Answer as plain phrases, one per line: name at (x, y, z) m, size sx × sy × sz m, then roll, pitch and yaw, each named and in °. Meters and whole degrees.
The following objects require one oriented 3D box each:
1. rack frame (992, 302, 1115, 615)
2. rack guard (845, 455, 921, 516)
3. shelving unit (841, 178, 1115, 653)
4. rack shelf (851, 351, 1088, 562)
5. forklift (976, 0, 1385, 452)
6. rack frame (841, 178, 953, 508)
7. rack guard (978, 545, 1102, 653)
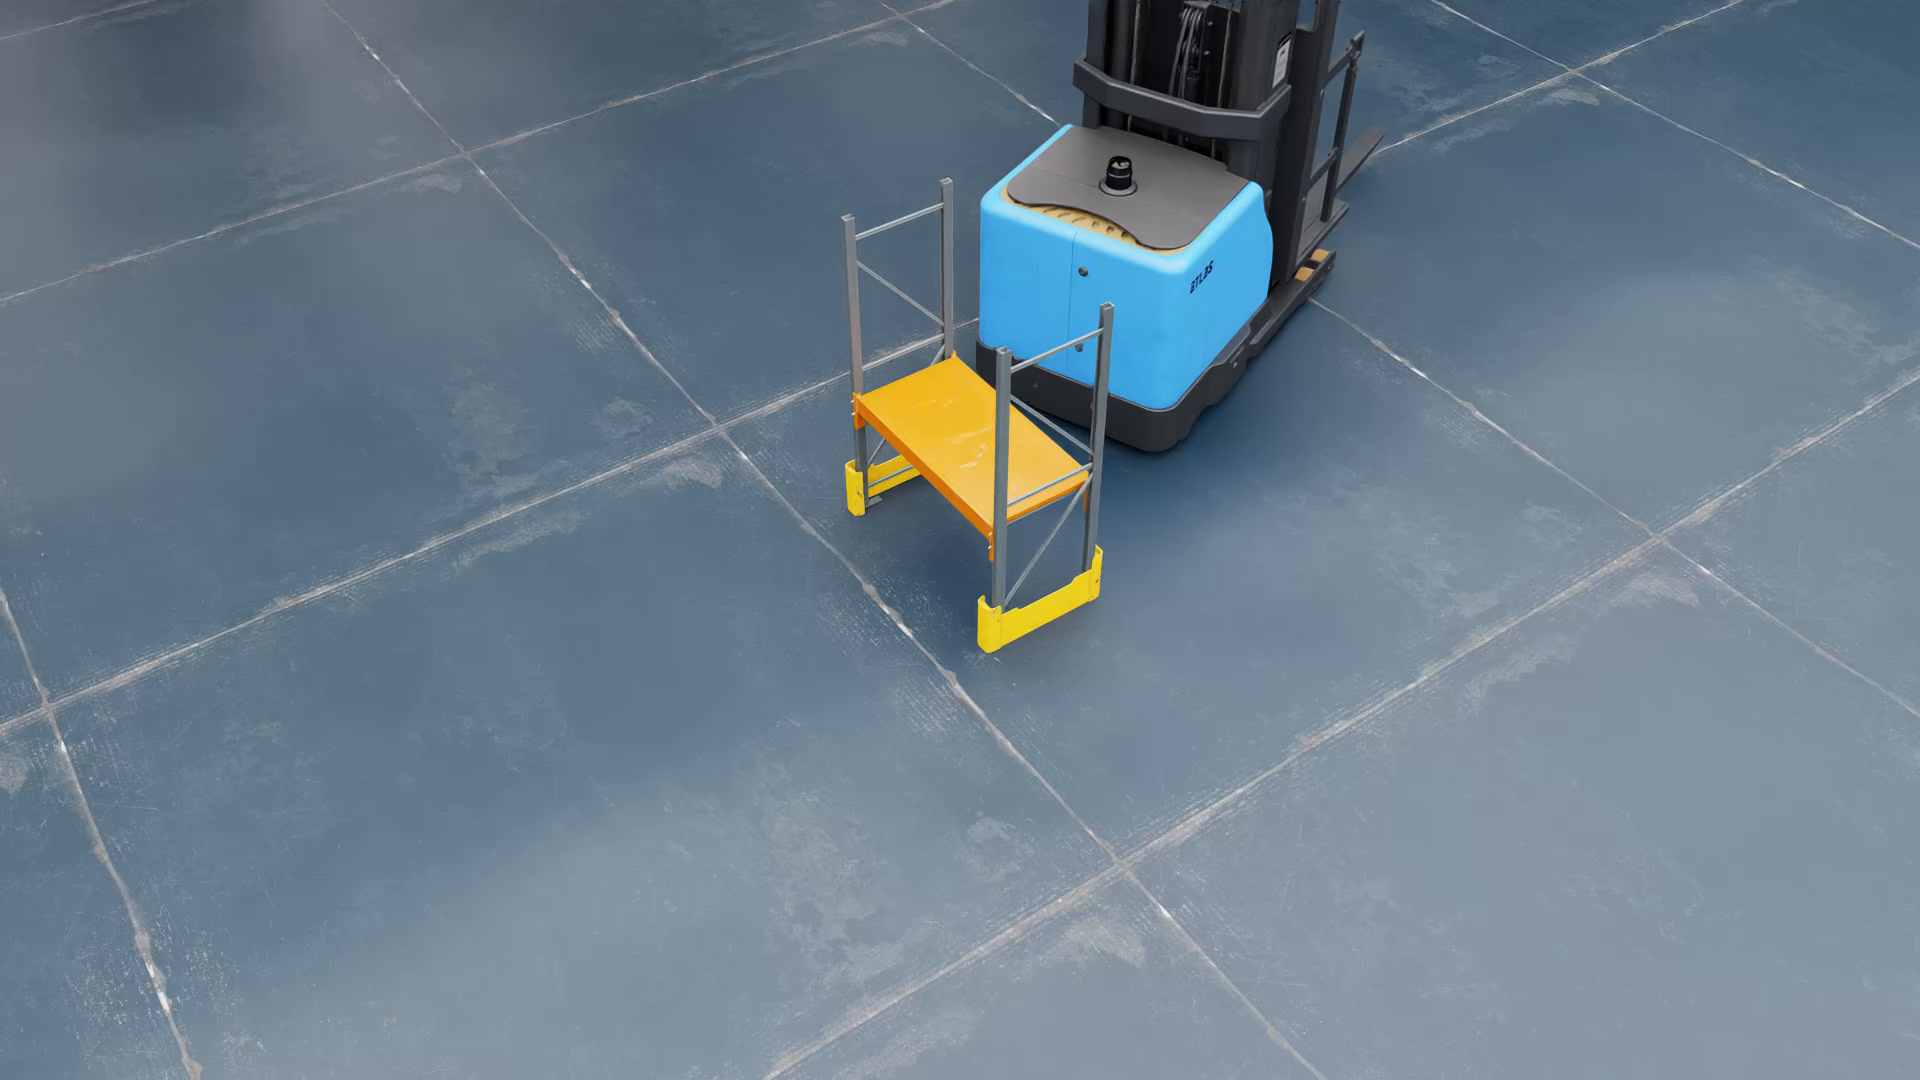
rack frame at (0.340, -0.206, 6.371) m, size 0.500 × 1.500 × 0.032 m, roll -26°, pitch 49°, yaw -24°
rack guard at (-0.241, -0.329, 7.405) m, size 0.587 × 0.250 × 0.087 m, roll -26°, pitch 49°, yaw -24°
shelving unit at (0.044, -0.499, 6.678) m, size 0.587 × 1.500 × 1.083 m, roll -26°, pitch 49°, yaw -24°
rack shelf at (0.049, -0.364, 6.797) m, size 0.538 × 0.185 × 1.000 m, roll -26°, pitch 49°, yaw -24°
forklift at (1.292, -2.454, 7.689) m, size 1.130 × 2.935 × 3.031 m, roll 24°, pitch 49°, yaw 23°
rack frame at (-0.242, -0.782, 6.974) m, size 0.500 × 1.500 × 0.032 m, roll -26°, pitch 49°, yaw -24°
rack guard at (0.328, 0.235, 6.814) m, size 0.587 × 0.250 × 0.087 m, roll -26°, pitch 49°, yaw -24°
